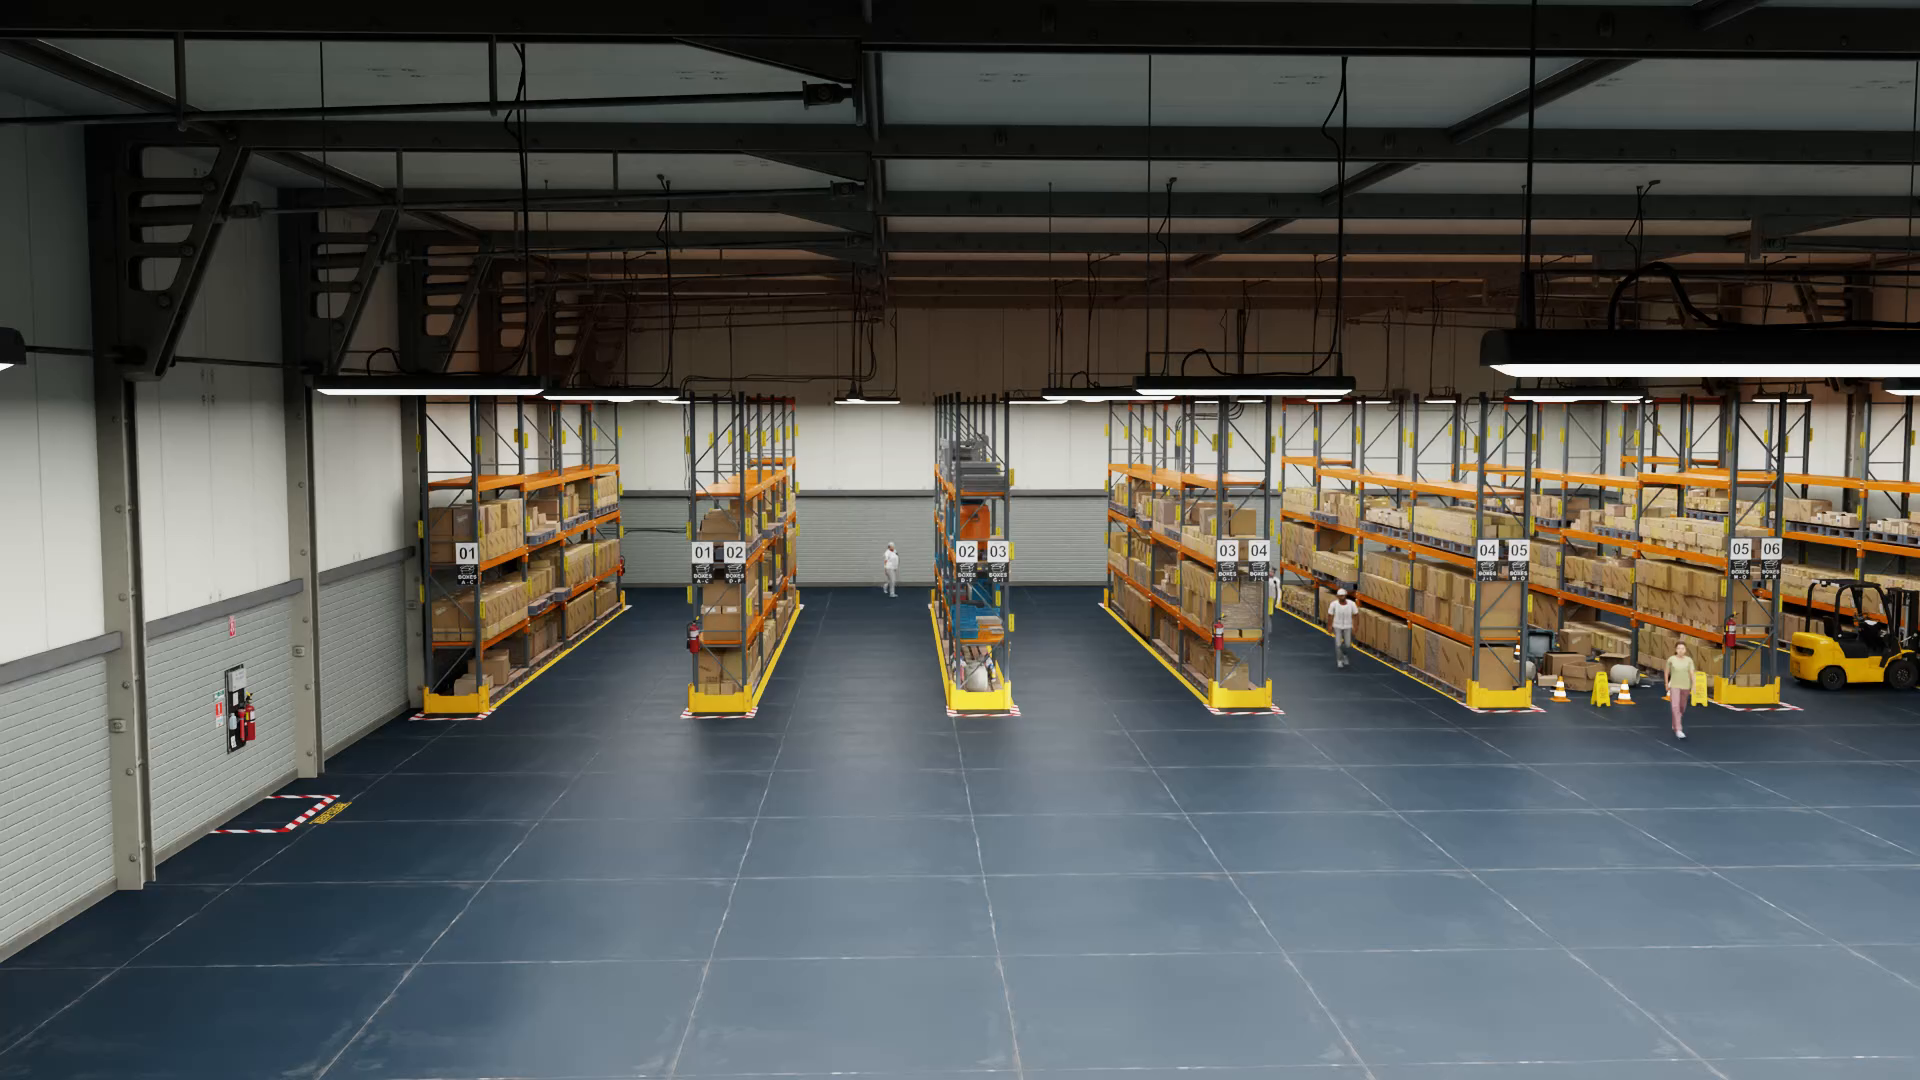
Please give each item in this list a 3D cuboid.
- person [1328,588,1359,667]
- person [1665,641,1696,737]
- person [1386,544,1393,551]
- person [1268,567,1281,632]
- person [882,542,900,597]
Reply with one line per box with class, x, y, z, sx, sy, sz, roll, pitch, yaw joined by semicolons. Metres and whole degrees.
person;8.440;1.925;36.599;0.673;1.747;0.523;1;5;12
person;12.543;2.575;28.899;0.460;1.616;0.977;1;5;9
person;13.115;0.849;50.628;0.923;1.614;0.442;-1;5;-9
person;7.943;1.487;42.432;0.476;1.623;1.022;0;5;-2
person;-2.105;0.872;50.125;0.685;1.640;0.491;3;6;35
